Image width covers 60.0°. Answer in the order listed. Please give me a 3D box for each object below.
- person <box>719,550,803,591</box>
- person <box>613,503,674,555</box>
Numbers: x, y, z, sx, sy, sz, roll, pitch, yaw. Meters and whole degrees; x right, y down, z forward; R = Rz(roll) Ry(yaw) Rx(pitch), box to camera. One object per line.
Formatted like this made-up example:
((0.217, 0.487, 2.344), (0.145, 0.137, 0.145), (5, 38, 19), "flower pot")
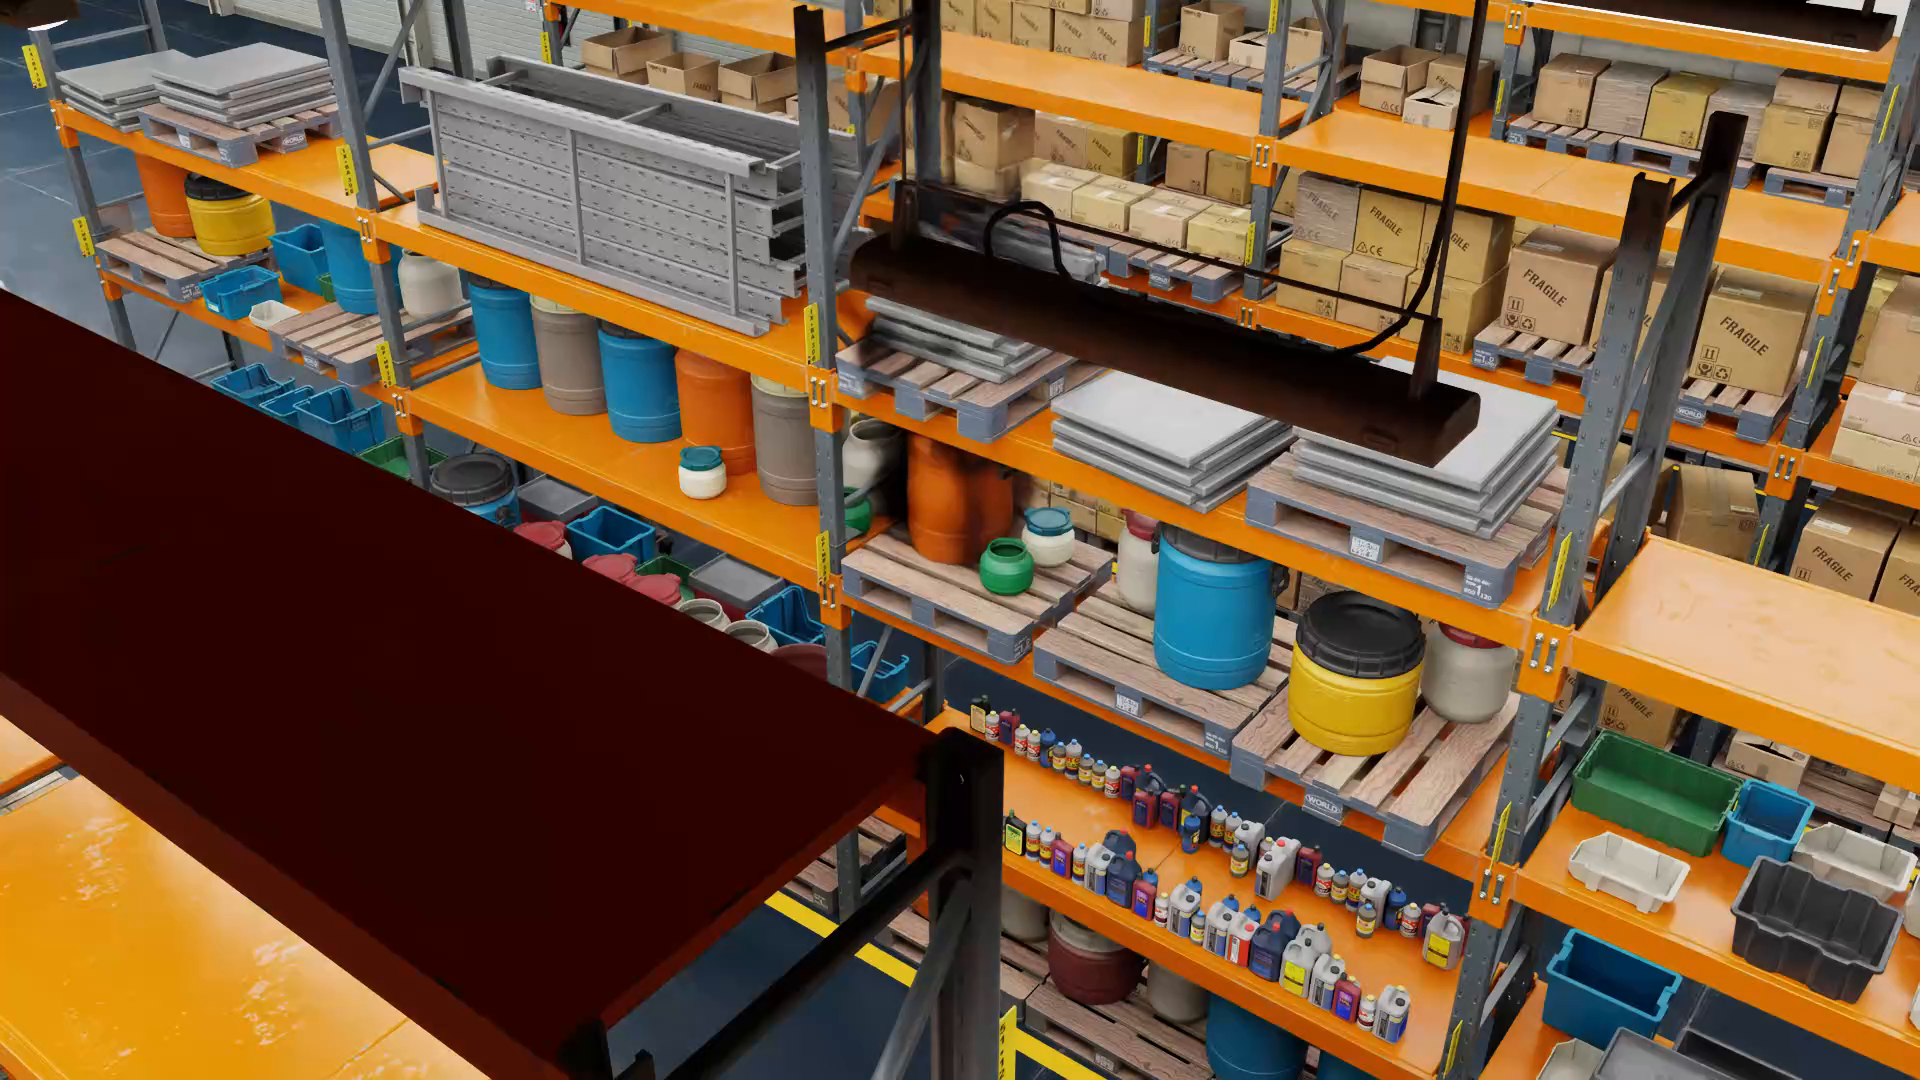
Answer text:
((-1.735, -0.039, 13.882), (0.816, 1.561, 0.611), (15, 34, 22), "person")
((-2.839, -0.462, 14.421), (0.576, 1.676, 0.643), (17, 35, 26), "person")
